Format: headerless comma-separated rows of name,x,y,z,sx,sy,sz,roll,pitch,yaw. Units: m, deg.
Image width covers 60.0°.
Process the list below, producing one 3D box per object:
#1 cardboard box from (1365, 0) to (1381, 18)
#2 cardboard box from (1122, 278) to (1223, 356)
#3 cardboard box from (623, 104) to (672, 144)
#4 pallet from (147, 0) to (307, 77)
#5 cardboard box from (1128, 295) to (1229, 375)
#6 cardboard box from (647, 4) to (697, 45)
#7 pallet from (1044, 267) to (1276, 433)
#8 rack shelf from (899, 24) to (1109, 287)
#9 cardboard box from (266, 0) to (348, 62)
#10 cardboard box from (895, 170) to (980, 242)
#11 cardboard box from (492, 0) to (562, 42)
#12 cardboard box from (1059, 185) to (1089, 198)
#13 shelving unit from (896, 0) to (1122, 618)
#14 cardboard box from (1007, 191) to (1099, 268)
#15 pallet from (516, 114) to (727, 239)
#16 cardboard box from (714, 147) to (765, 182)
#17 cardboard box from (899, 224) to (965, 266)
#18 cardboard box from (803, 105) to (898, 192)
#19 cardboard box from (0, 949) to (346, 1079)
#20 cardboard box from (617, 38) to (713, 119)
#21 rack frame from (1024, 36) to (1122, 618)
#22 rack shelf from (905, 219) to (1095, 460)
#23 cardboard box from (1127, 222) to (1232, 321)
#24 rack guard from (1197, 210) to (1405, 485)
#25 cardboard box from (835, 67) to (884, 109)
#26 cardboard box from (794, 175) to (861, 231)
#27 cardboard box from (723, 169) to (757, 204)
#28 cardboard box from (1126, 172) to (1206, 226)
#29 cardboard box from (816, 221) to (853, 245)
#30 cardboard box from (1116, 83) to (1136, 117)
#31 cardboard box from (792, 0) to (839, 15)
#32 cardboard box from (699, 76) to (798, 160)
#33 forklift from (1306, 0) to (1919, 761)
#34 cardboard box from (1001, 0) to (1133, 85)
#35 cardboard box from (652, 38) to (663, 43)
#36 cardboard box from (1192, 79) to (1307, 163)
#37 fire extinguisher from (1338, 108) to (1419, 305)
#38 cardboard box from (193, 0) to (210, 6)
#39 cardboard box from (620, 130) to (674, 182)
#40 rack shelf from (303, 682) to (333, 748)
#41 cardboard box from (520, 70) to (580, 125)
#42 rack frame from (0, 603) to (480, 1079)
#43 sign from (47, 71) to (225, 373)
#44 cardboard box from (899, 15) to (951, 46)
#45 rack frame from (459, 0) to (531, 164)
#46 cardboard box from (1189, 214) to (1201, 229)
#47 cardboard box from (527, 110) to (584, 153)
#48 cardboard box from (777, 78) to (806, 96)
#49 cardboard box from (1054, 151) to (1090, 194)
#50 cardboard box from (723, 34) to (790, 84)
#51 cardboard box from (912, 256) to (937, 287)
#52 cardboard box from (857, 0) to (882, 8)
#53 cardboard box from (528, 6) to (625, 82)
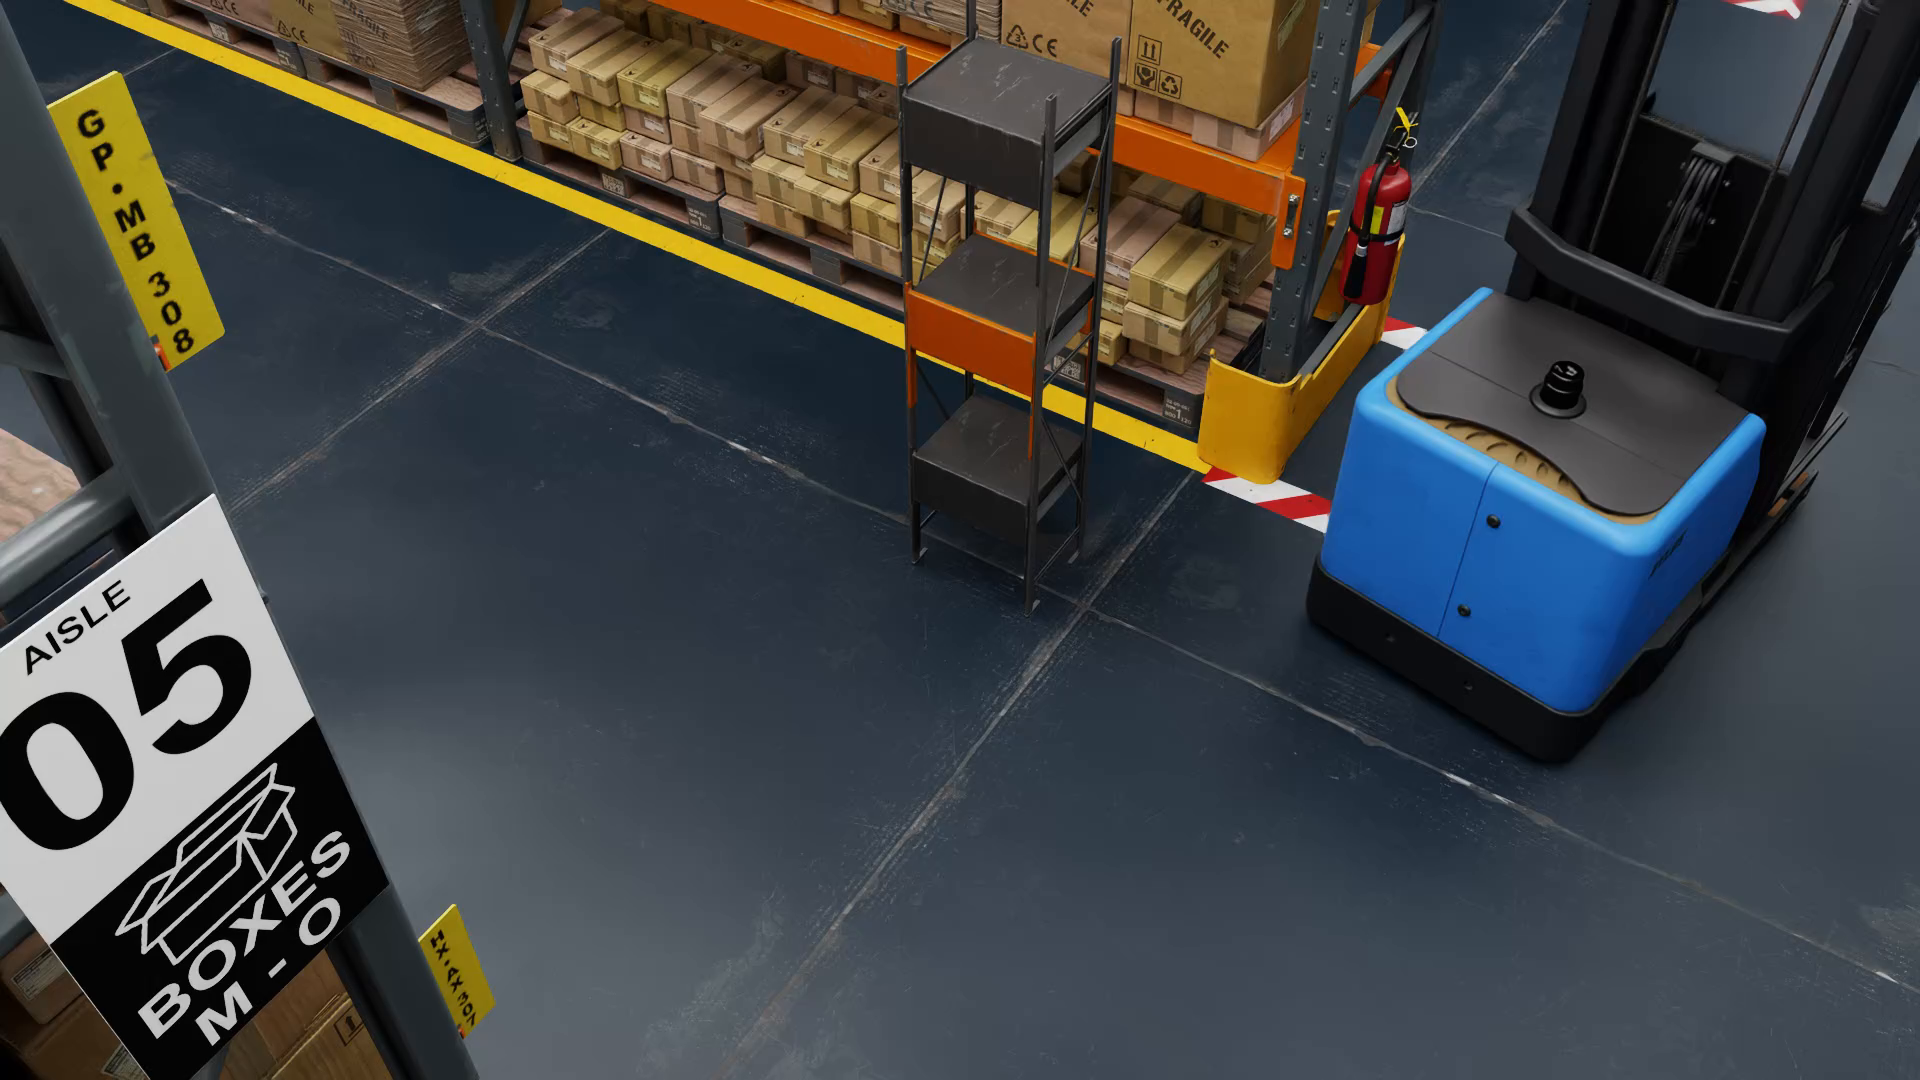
cardboard box,1.207,-2.111,5.932,0.500,0.500,0.500,27,52,24
cardboard box,0.837,-0.920,6.540,0.250,0.149,0.380,23,50,21
cardboard box,-1.313,-1.987,7.577,0.250,0.149,0.380,24,51,22
pallet,-3.618,-2.981,8.999,1.213,0.211,1.003,25,51,22
cardboard box,0.880,-0.862,6.691,0.250,0.149,0.380,26,51,23
cardboard box,-1.255,-2.485,7.853,0.250,0.149,0.380,25,51,23
pallet,0.707,-1.025,7.099,1.213,0.211,1.003,25,51,22
rack shelf,0.139,-1.146,4.942,0.480,0.518,0.431,25,51,22
cardboard box,-3.122,-2.789,8.319,0.500,0.500,0.500,24,50,21
cardboard box,-0.054,-1.408,6.807,0.250,0.149,0.380,27,51,23
cardboard box,-2.410,-2.902,8.428,0.500,0.500,0.500,27,51,24
cardboard box,0.522,-1.592,7.193,0.250,0.149,0.380,26,51,23
shelving unit,0.139,-0.668,5.435,0.503,2.100,0.431,25,51,22
cardboard box,0.386,-1.199,6.604,0.250,0.149,0.380,24,50,21
pallet,-1.347,-1.970,8.017,1.213,0.211,1.003,25,51,22
cardboard box,-0.868,-1.760,7.356,0.250,0.149,0.380,27,52,24
cardboard box,-0.044,-1.313,6.922,0.250,0.149,0.380,25,51,23
cardboard box,-0.451,-1.662,7.053,0.250,0.149,0.380,25,51,22
cardboard box,-1.402,0.655,2.755,0.500,0.500,0.500,24,50,21
cardboard box,-1.314,-2.071,7.451,0.250,0.149,0.380,24,50,22
rack frame,0.345,-0.573,5.343,0.015,2.100,0.400,25,51,22
rack shelf,0.139,-0.658,5.444,0.480,0.518,0.431,25,51,22
cardboard box,0.853,-1.044,6.453,0.250,0.149,0.380,25,51,23
rack guard,1.372,-0.790,6.669,0.348,0.500,1.175,25,51,22
cardboard box,-0.354,-2.099,7.479,0.250,0.149,0.380,23,50,21
cardboard box,-0.496,-1.513,7.117,0.250,0.149,0.380,25,51,22
cardboard box,-0.851,-1.679,7.485,0.250,0.149,0.380,23,50,21
cardboard box,0.881,-1.434,6.832,0.250,0.149,0.380,26,51,23
cardboard box,-0.422,-1.465,7.277,0.250,0.149,0.380,26,51,23
cardboard box,0.600,-1.707,5.992,0.250,0.149,0.380,24,51,22
cardboard box,-0.484,-2.229,6.500,0.250,0.149,0.380,27,51,23
cardboard box,-0.912,-1.836,7.223,0.250,0.149,0.380,26,51,23
forklift,2.606,-1.263,5.433,1.130,2.935,3.031,34,55,28
cardboard box,0.488,-1.991,5.816,0.500,0.500,0.500,24,50,22
cardboard box,-1.260,-2.409,7.987,0.250,0.149,0.380,22,50,20
cardboard box,1.009,-1.500,5.791,0.250,0.149,0.380,25,51,22
fire extinguisher,1.399,-1.099,5.540,0.183,0.674,0.296,25,51,22
cardboard box,-3.981,-3.188,8.706,0.500,0.500,0.500,23,50,21
cardboard box,-1.337,-1.830,7.632,0.250,0.149,0.380,24,51,22
rack shelf,-2.835,-0.173,2.737,4.000,0.370,1.077,25,51,22
cardboard box,-1.799,-2.103,7.690,0.250,0.149,0.380,27,52,24
rack frame,-1.152,1.396,2.802,0.127,3.000,1.000,25,51,22
sign,-0.847,-0.314,1.708,0.005,0.325,0.100,25,51,22
cardboard box,-0.028,-2.052,6.327,0.250,0.149,0.380,23,50,21
rack frame,-1.931,-3.180,7.249,0.127,3.000,1.000,25,51,22
cardboard box,0.933,-1.386,6.993,0.250,0.149,0.380,24,51,22
cardboard box,-1.798,-1.998,7.795,0.250,0.149,0.380,23,50,20
cardboard box,-0.642,-2.073,7.661,0.250,0.149,0.380,26,51,23
cardboard box,0.485,-1.655,7.047,0.250,0.149,0.380,22,50,20
cardboard box,-0.865,-2.245,7.620,0.250,0.149,0.380,26,51,23
cardboard box,-0.030,-1.204,7.023,0.250,0.149,0.380,23,50,20
cardboard box,-0.358,-2.381,6.195,0.500,0.500,0.500,27,52,24
cardboard box,-1.753,-2.282,7.656,0.250,0.149,0.380,27,51,24
